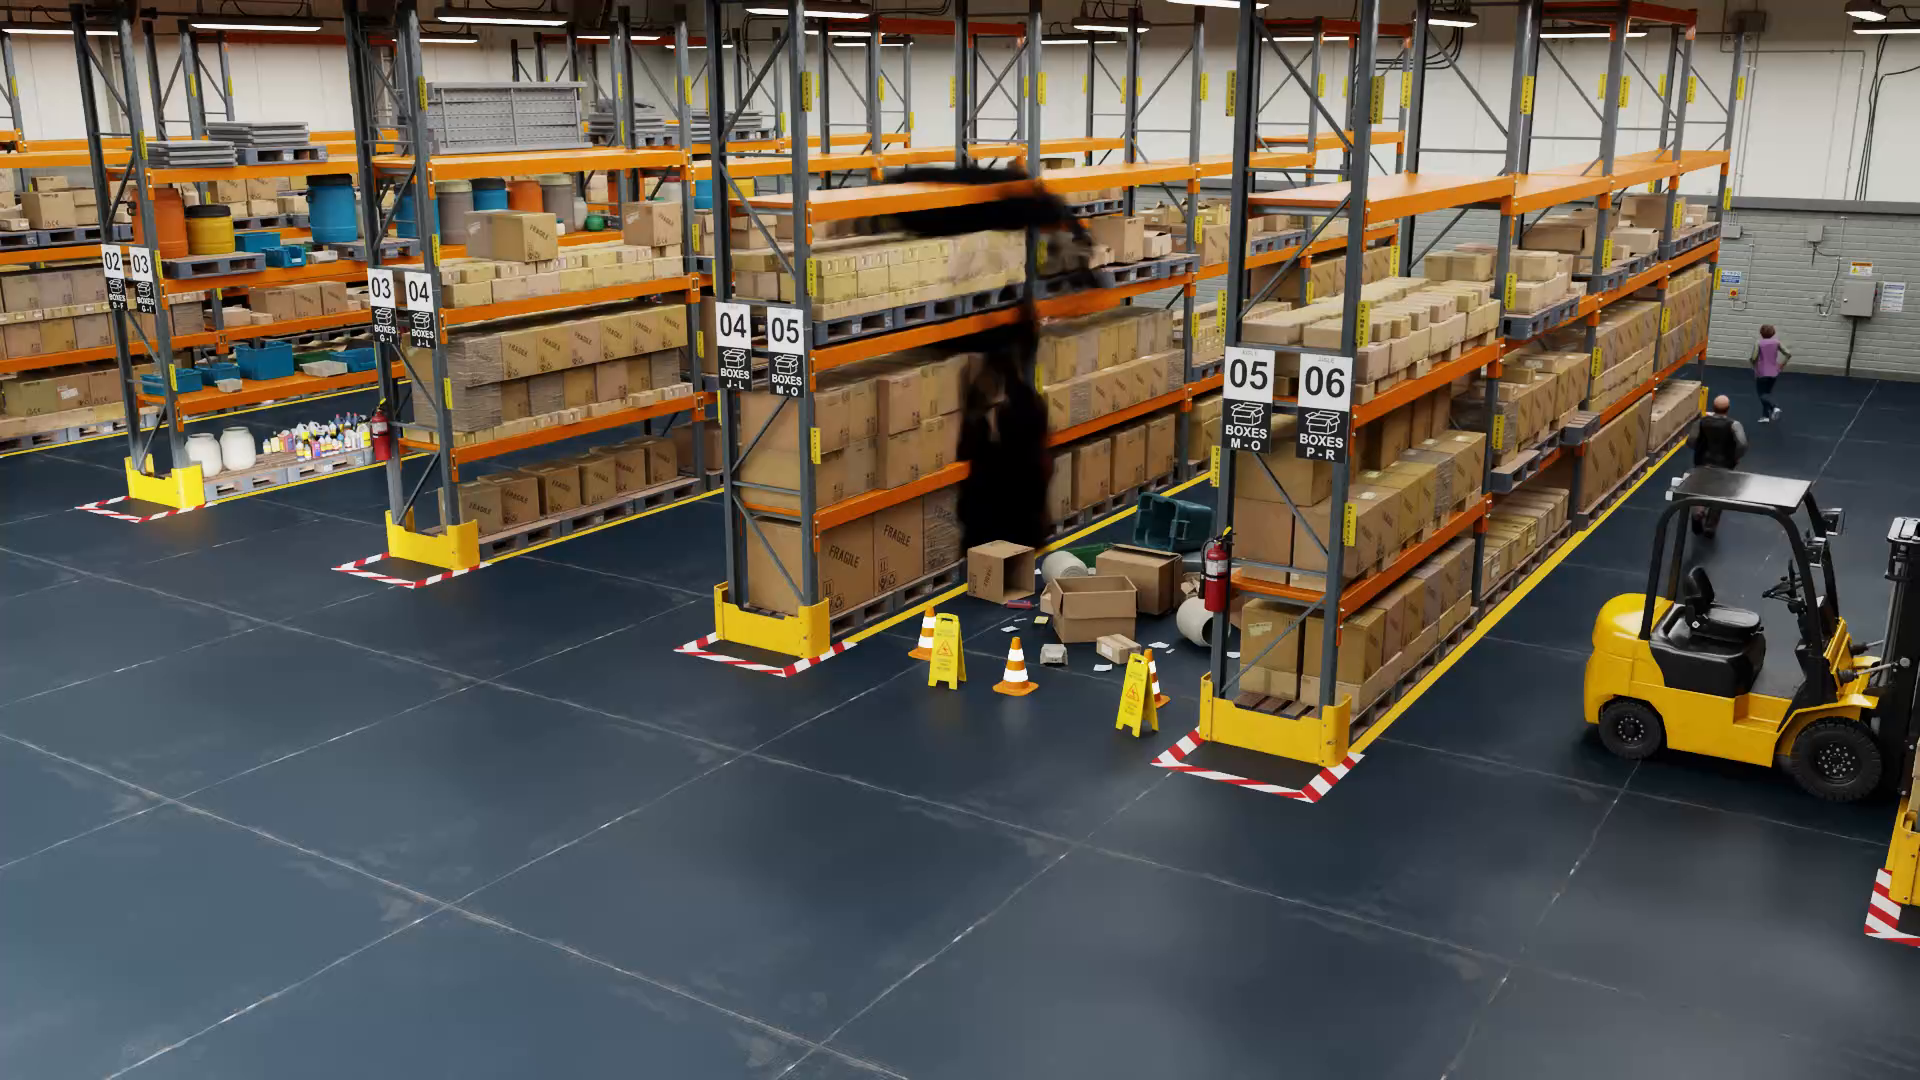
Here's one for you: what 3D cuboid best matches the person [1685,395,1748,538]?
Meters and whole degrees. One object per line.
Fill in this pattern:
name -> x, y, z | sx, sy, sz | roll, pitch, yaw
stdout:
person -> 8.588, -0.796, 18.952 | 0.659, 1.718, 0.868 | 9, 18, 29

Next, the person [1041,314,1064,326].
person -> 1.429, -2.848, 26.119 | 0.631, 1.842, 0.734 | 9, 18, 29

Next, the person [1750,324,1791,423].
person -> 12.321, -2.502, 25.378 | 0.578, 1.573, 0.721 | 0, 16, -1

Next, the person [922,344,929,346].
person -> -0.378, -1.887, 22.413 | 0.563, 1.618, 0.842 | 9, 18, 29
